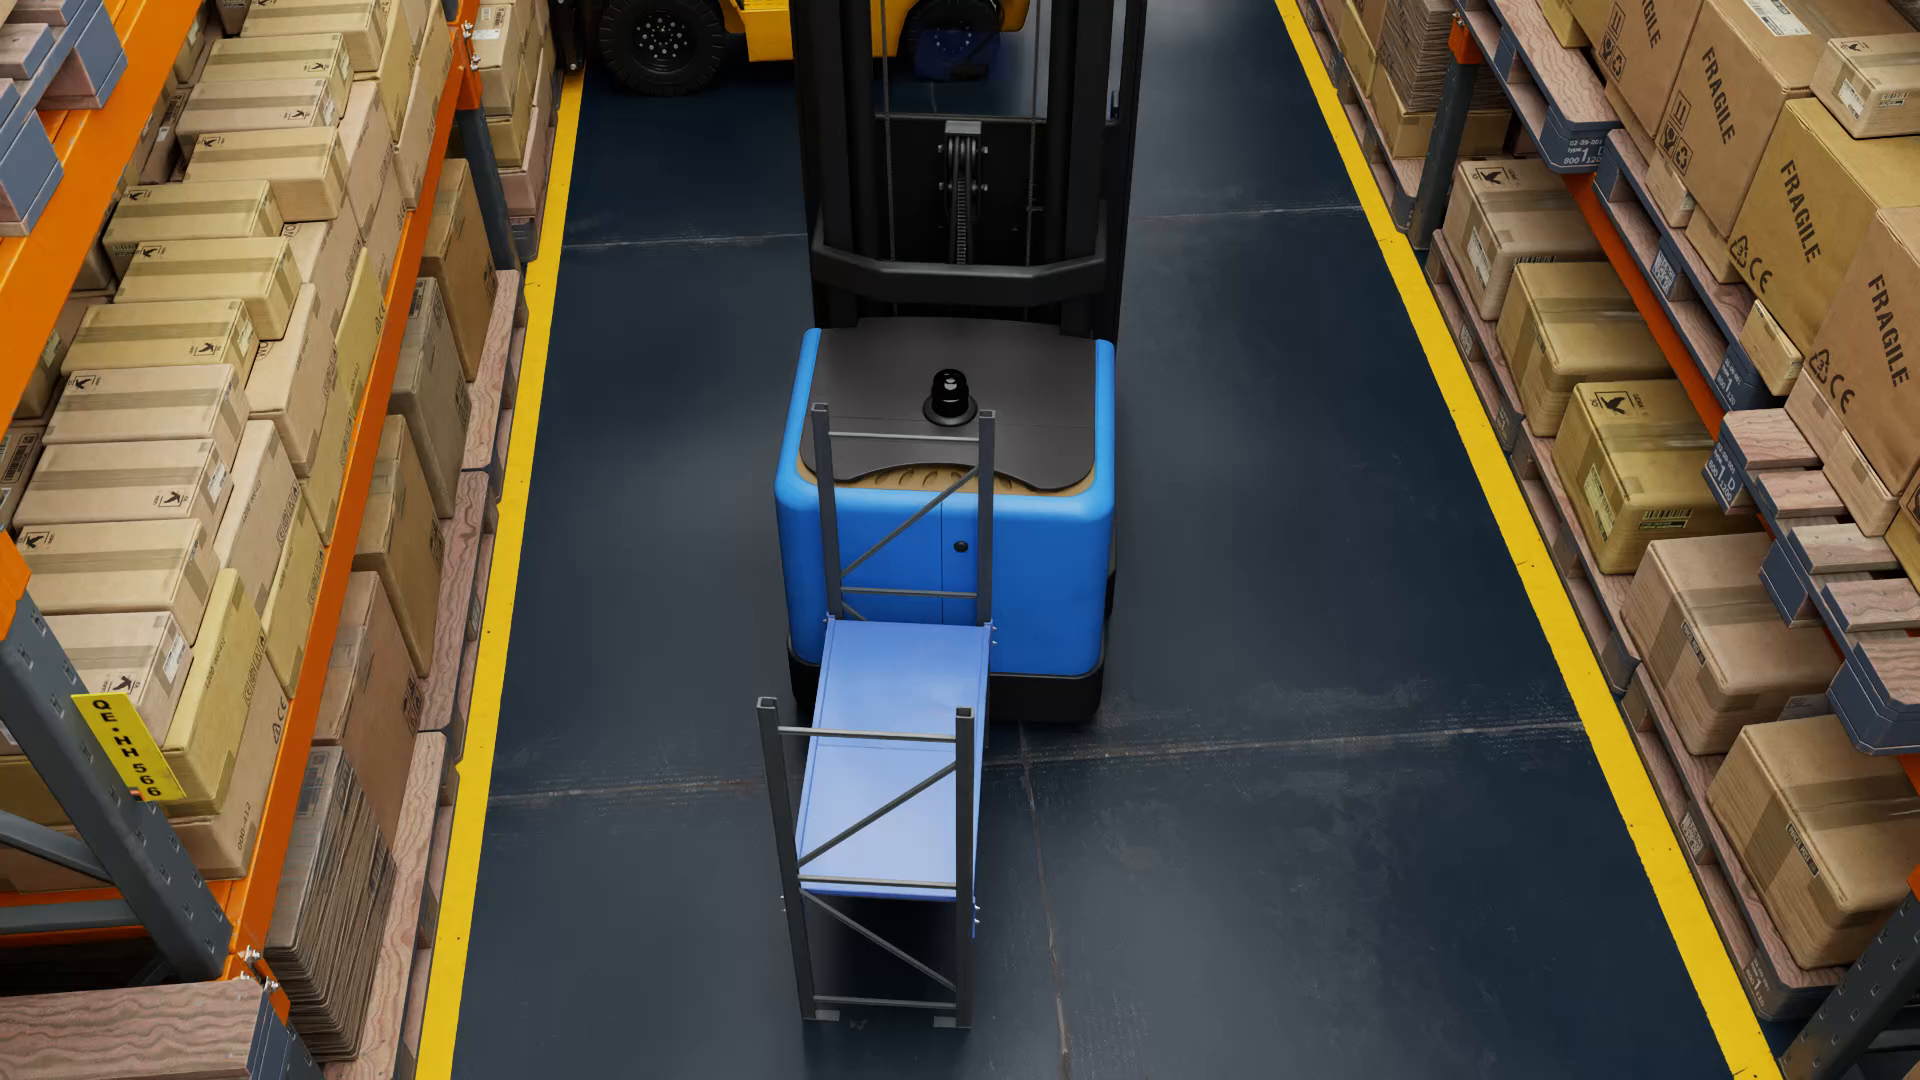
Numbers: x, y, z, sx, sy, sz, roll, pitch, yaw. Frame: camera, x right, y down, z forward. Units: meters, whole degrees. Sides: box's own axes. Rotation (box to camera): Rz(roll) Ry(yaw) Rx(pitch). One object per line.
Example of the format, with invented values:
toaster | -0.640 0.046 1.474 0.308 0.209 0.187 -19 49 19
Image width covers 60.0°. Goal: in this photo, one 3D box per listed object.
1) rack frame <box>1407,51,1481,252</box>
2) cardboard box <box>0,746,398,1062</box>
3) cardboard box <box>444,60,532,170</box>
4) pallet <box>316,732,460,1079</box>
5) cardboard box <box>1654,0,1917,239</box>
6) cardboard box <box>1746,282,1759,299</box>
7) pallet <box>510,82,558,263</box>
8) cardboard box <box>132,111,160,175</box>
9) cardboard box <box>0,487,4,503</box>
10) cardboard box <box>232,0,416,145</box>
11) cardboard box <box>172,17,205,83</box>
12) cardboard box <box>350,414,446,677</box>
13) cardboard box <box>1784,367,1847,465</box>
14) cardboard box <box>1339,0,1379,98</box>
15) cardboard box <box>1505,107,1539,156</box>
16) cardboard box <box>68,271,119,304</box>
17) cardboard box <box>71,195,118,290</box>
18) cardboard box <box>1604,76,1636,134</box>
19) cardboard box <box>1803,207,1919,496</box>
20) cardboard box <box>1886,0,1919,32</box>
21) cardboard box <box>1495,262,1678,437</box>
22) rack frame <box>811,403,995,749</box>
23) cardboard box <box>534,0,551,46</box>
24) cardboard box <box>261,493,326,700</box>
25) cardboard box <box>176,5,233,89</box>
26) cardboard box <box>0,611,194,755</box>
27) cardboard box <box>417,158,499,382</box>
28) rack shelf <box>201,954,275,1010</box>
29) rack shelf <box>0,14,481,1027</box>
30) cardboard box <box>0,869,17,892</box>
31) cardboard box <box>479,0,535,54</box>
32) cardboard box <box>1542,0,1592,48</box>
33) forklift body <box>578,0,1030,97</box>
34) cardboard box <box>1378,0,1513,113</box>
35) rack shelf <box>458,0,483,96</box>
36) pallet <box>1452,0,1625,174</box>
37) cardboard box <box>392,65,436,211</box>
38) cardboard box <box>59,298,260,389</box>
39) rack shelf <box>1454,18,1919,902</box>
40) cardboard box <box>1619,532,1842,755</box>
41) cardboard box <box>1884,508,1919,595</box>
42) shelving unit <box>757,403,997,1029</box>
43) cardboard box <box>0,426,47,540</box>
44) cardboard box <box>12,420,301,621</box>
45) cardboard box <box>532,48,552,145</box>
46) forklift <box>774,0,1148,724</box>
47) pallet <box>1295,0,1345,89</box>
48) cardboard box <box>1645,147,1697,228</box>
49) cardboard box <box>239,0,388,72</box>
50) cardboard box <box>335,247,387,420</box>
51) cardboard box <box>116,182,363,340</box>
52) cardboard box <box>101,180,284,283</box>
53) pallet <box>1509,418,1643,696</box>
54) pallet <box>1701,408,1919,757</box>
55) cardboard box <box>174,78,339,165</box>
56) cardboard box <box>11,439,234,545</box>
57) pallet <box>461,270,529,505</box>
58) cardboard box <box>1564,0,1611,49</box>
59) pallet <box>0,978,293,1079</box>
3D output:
rack frame | 2.535 -2.401 6.458 1.000 3.000 0.127 -3 47 -3
cardboard box | -2.115 1.017 4.567 0.875 0.625 0.625 -2 47 -2
cardboard box | -2.144 -1.836 7.184 0.500 0.250 0.500 -4 47 -3
pallet | -2.106 1.158 5.008 1.003 0.211 1.213 -3 47 -3
cardboard box | 2.412 -1.234 4.790 0.500 0.500 0.500 -5 47 -5
cardboard box | 2.502 -0.728 4.757 0.380 0.149 0.250 -3 47 -3
pallet | -2.436 -1.716 7.730 1.003 0.211 1.213 -3 47 -3
cardboard box | -2.542 -1.161 4.768 0.380 0.149 0.250 -4 47 -4
cardboard box | -2.400 -0.057 3.722 0.380 0.149 0.250 -4 47 -3
cardboard box | -2.065 -1.506 5.369 0.500 0.250 0.500 -5 47 -4
cardboard box | -2.563 -1.525 5.113 0.380 0.149 0.250 -4 47 -4
cardboard box | -2.234 0.058 5.476 0.875 0.625 0.625 -5 47 -5
cardboard box | 2.434 -0.340 4.390 0.380 0.149 0.250 -5 47 -5
cardboard box | 2.163 -2.396 8.058 0.500 0.250 0.500 -5 47 -4
cardboard box | 2.754 -2.043 7.724 0.500 0.250 0.500 -5 47 -5
cardboard box | -2.509 -0.728 4.633 0.500 0.250 0.500 -4 47 -4
cardboard box | -2.453 -0.793 4.419 0.380 0.149 0.250 -2 47 -2
cardboard box | 2.358 -1.470 5.460 0.380 0.149 0.250 -3 47 -3
cardboard box | 2.500 -0.474 4.070 0.500 0.500 0.500 -4 47 -4
cardboard box | 2.927 -1.251 4.806 0.500 0.500 0.500 -5 47 -5
cardboard box | 2.645 -0.743 6.408 0.950 0.372 0.625 -1 47 -1
rack frame | -0.154 0.164 5.062 0.500 1.500 0.032 3 47 2
cardboard box | -2.219 -2.565 7.874 0.500 0.250 0.500 -4 47 -4
cardboard box | -1.907 0.149 4.147 0.500 0.250 0.500 -4 47 -4
cardboard box | -2.592 -1.470 5.335 0.500 0.250 0.500 -4 47 -4
cardboard box | -1.810 0.291 3.393 0.380 0.149 0.250 -2 47 -2
cardboard box | -2.356 -1.048 6.523 0.875 0.625 0.625 -2 47 -2
rack shelf | -1.909 2.492 2.320 1.077 0.370 4.000 -3 47 -3
rack shelf | -2.244 -0.403 5.061 1.077 0.370 4.000 -3 47 -3
cardboard box | -2.369 0.539 3.777 0.500 0.250 0.500 -4 47 -4
cardboard box | -2.172 -2.379 7.353 0.500 0.250 0.500 -3 47 -3
cardboard box | 2.278 -1.859 5.828 0.380 0.149 0.250 -3 47 -2
forklift body | -0.769 -3.438 8.025 2.313 2.155 1.214 -3 47 -3
cardboard box | 2.218 -2.270 7.422 0.500 0.500 0.500 -4 47 -4
rack shelf | -2.579 -3.297 7.802 1.077 0.370 4.000 -3 47 -3
pallet | 2.454 -1.774 5.996 1.003 0.211 1.213 -3 47 -3
cardboard box | -2.061 -1.333 5.550 0.500 0.250 0.500 -4 47 -4
cardboard box | -1.966 -0.455 4.099 0.380 0.149 0.250 -3 47 -3
rack shelf | 2.702 -0.707 5.349 1.077 0.370 4.000 -3 47 -3
cardboard box | 2.762 0.309 5.412 0.950 0.372 0.625 -4 47 -4
cardboard box | 2.513 0.022 4.047 0.380 0.149 0.250 -3 47 -3
shelving unit | -0.186 0.532 4.713 0.538 1.500 1.048 3 47 2
cardboard box | -2.436 -0.001 3.944 0.500 0.250 0.500 -3 47 -3
cardboard box | -1.911 -0.021 3.963 0.500 0.250 0.500 -2 47 -2
cardboard box | -2.180 -2.032 7.713 0.500 0.250 0.500 -4 47 -4
forklift | 0.039 -1.460 5.614 1.130 2.935 3.031 3 47 2
pallet | 2.338 -2.811 8.767 1.003 0.211 1.213 -3 47 -3
cardboard box | 2.347 -1.096 5.105 0.380 0.149 0.250 -2 47 -2
cardboard box | -2.000 -1.573 5.158 0.380 0.149 0.250 -5 47 -5
cardboard box | -1.999 -0.599 4.855 0.500 0.250 0.500 -2 47 -2
cardboard box | -2.005 -0.769 4.672 0.500 0.250 0.500 -3 47 -3
cardboard box | -2.046 -0.824 4.449 0.380 0.149 0.250 -3 47 -3
pallet | 2.707 0.006 6.099 1.003 0.211 1.213 -3 47 -3
pallet | 2.704 0.050 4.269 1.213 0.211 1.003 -3 47 -3
cardboard box | -2.025 -1.198 4.803 0.380 0.149 0.250 -3 47 -3
cardboard box | -1.880 -0.086 3.750 0.380 0.149 0.250 -2 47 -2
pallet | -2.311 -0.607 6.680 1.003 0.211 1.213 -3 47 -3
cardboard box | 2.331 -1.963 5.481 0.500 0.500 0.500 -3 47 -3
pallet | -1.950 1.349 3.038 1.213 0.211 1.003 -3 47 -3
